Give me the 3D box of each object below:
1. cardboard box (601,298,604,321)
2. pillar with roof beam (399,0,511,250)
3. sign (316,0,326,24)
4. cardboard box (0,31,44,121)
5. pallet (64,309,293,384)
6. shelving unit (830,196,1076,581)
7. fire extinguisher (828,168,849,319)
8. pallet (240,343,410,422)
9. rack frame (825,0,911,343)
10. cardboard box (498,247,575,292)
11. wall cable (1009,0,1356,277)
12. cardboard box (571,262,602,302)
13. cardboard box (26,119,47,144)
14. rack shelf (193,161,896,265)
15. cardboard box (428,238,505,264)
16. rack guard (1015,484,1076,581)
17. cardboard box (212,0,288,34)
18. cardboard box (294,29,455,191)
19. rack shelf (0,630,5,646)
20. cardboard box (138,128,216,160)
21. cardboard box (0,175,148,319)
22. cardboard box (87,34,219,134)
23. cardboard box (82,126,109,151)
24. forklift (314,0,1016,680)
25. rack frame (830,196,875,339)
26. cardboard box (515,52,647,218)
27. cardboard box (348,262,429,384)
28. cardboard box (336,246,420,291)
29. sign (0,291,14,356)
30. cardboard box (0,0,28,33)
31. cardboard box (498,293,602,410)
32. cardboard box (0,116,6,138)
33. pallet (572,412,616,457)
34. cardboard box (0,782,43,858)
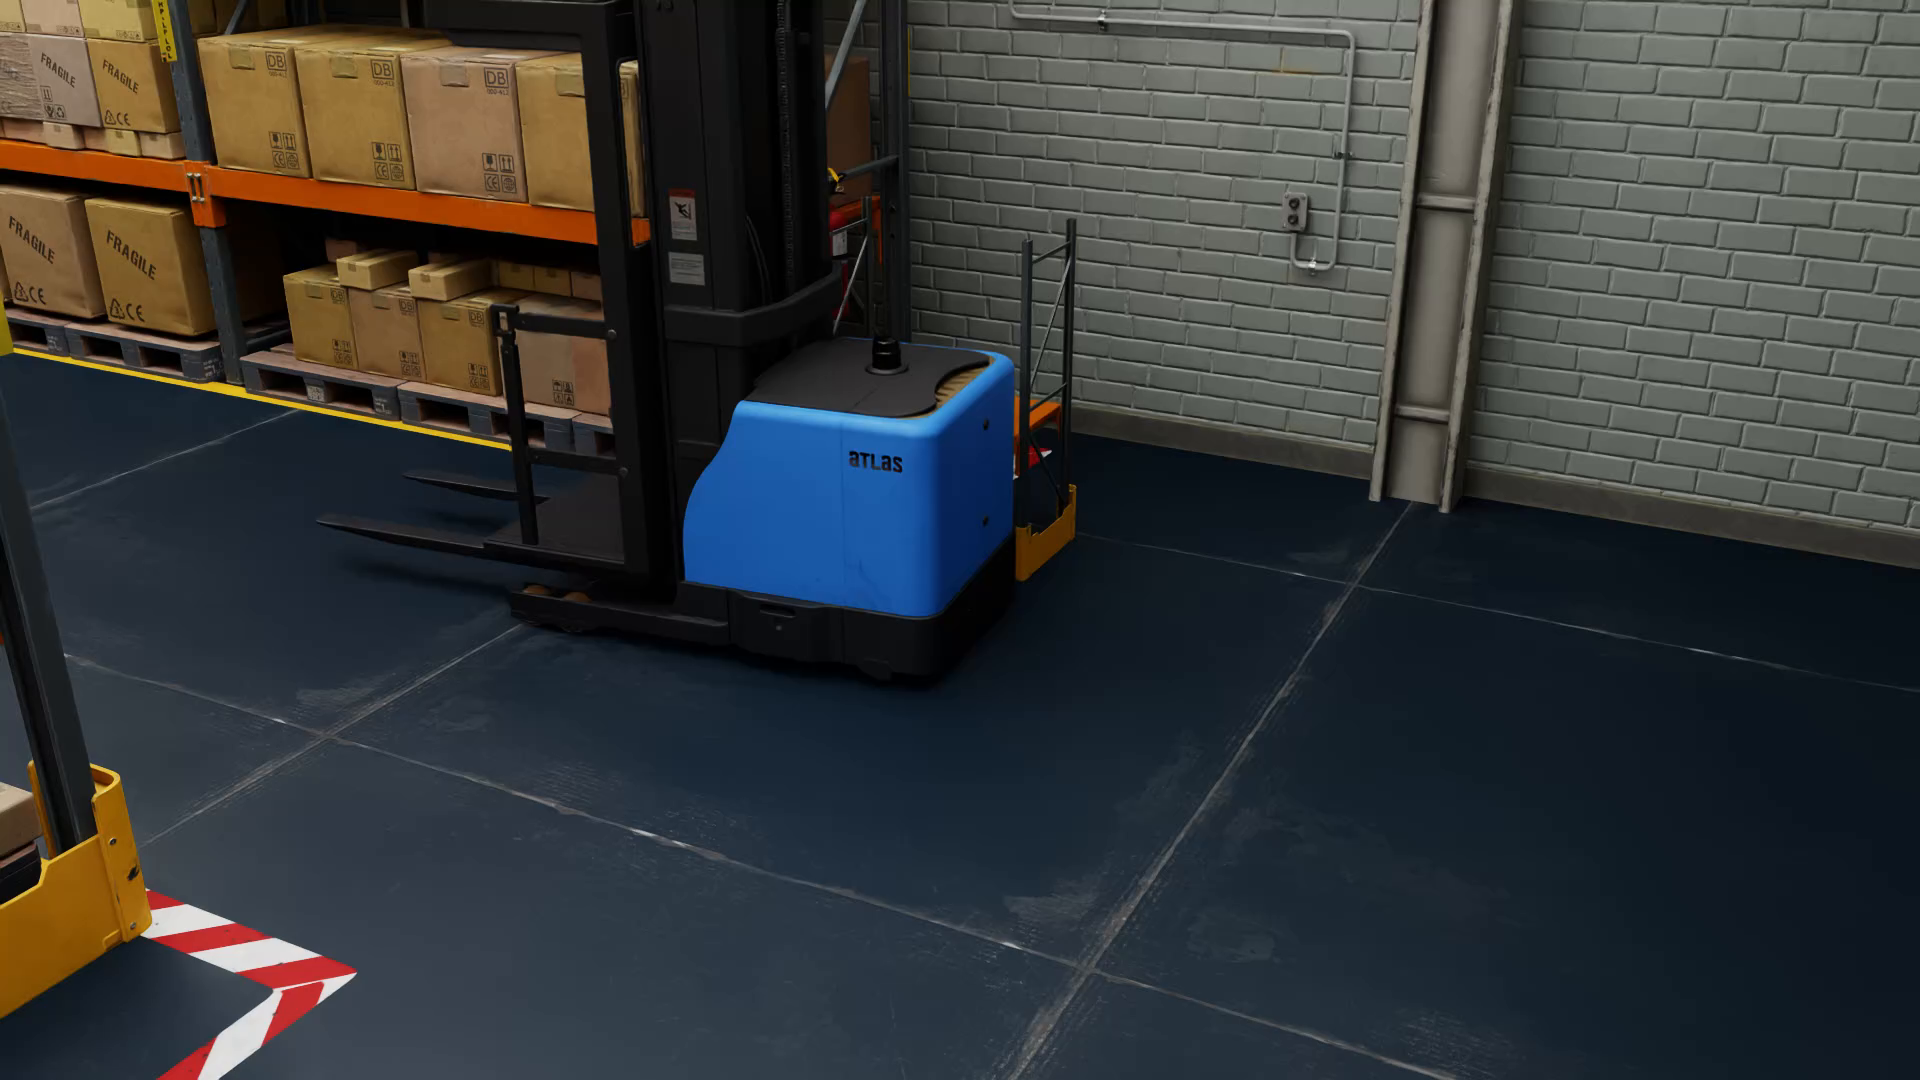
[{"bbox_3d":[-1.630,-1.206,8.580,0.250,0.149,0.380,12,26,26],"label":"cardboard box"},{"bbox_3d":[-5.032,-3.913,5.454,0.400,9.000,9.100,11,25,25],"label":"pillar with roof beam"},{"bbox_3d":[-3.856,-3.107,10.015,0.005,0.325,0.100,11,25,25],"label":"sign"},{"bbox_3d":[-5.535,-2.842,10.066,0.500,0.500,0.500,11,26,25],"label":"cardboard box"},{"bbox_3d":[-4.828,-1.304,10.548,1.213,0.211,1.003,11,25,25],"label":"pallet"},{"bbox_3d":[-0.068,-0.704,7.488,1.083,1.500,0.587,11,25,25],"label":"shelving unit"},{"bbox_3d":[-0.609,-1.376,7.729,0.183,0.674,0.296,11,25,25],"label":"fire extinguisher"},{"bbox_3d":[-3.462,-1.033,9.909,1.213,0.211,1.003,11,25,25],"label":"pallet"},{"bbox_3d":[-0.535,-1.771,8.083,0.127,3.000,1.000,11,25,25],"label":"rack frame"},{"bbox_3d":[-2.361,-1.517,9.314,0.250,0.149,0.380,11,25,24],"label":"cardboard box"},{"bbox_3d":[1.034,-2.343,8.129,1.851,1.984,0.084,11,25,25],"label":"wall cable"},{"bbox_3d":[-1.906,-1.428,9.103,0.250,0.149,0.380,12,26,25],"label":"cardboard box"},{"bbox_3d":[-5.432,-2.522,10.144,0.250,0.149,0.380,11,25,25],"label":"cardboard box"},{"bbox_3d":[-2.320,-1.794,9.054,4.000,0.370,1.077,11,25,25],"label":"rack shelf"},{"bbox_3d":[-2.817,-1.608,9.526,0.250,0.149,0.380,10,25,23],"label":"cardboard box"},{"bbox_3d":[0.376,-0.041,7.526,0.087,0.250,0.587,11,25,25],"label":"rack guard"},{"bbox_3d":[-4.398,-3.187,9.920,0.500,0.250,0.500,12,26,26],"label":"cardboard box"},{"bbox_3d":[-2.979,-2.384,9.139,0.700,0.700,0.980,11,25,23],"label":"cardboard box"},{"bbox_3d":[-4.552,-0.063,4.984,4.000,0.370,1.077,11,25,25],"label":"rack shelf"},{"bbox_3d":[-4.534,-2.332,9.697,0.250,0.149,0.380,11,26,25],"label":"cardboard box"},{"bbox_3d":[-5.538,-1.907,10.612,0.750,0.750,0.750,12,26,26],"label":"cardboard box"},{"bbox_3d":[-4.631,-2.663,9.646,0.500,0.500,0.500,11,25,24],"label":"cardboard box"},{"bbox_3d":[-4.981,-2.430,9.927,0.250,0.149,0.380,12,26,26],"label":"cardboard box"},{"bbox_3d":[-1.335,-1.149,6.707,3.031,2.935,1.130,8,24,18],"label":"forklift"},{"bbox_3d":[-0.530,-0.795,7.703,0.032,1.500,0.500,11,25,25],"label":"rack frame"},{"bbox_3d":[-1.649,-2.121,8.520,0.700,0.700,0.980,11,25,24],"label":"cardboard box"},{"bbox_3d":[-3.037,-1.263,9.544,0.500,0.500,0.700,11,25,24],"label":"cardboard box"},{"bbox_3d":[-3.261,-1.527,9.337,0.250,0.149,0.380,12,26,26],"label":"cardboard box"},{"bbox_3d":[-2.522,-0.629,4.289,0.005,0.325,0.100,11,25,25],"label":"sign"},{"bbox_3d":[-5.544,-3.192,9.931,0.500,0.250,0.500,12,26,26],"label":"cardboard box"},{"bbox_3d":[-2.101,-1.080,9.114,0.500,0.500,0.700,10,25,23],"label":"cardboard box"},{"bbox_3d":[-5.880,-2.623,10.380,0.250,0.149,0.380,12,26,26],"label":"cardboard box"},{"bbox_3d":[-1.284,-0.602,8.896,1.213,0.211,1.003,11,25,25],"label":"pallet"},{"bbox_3d":[-2.986,0.875,4.941,0.250,0.149,0.380,11,25,25],"label":"cardboard box"}]
